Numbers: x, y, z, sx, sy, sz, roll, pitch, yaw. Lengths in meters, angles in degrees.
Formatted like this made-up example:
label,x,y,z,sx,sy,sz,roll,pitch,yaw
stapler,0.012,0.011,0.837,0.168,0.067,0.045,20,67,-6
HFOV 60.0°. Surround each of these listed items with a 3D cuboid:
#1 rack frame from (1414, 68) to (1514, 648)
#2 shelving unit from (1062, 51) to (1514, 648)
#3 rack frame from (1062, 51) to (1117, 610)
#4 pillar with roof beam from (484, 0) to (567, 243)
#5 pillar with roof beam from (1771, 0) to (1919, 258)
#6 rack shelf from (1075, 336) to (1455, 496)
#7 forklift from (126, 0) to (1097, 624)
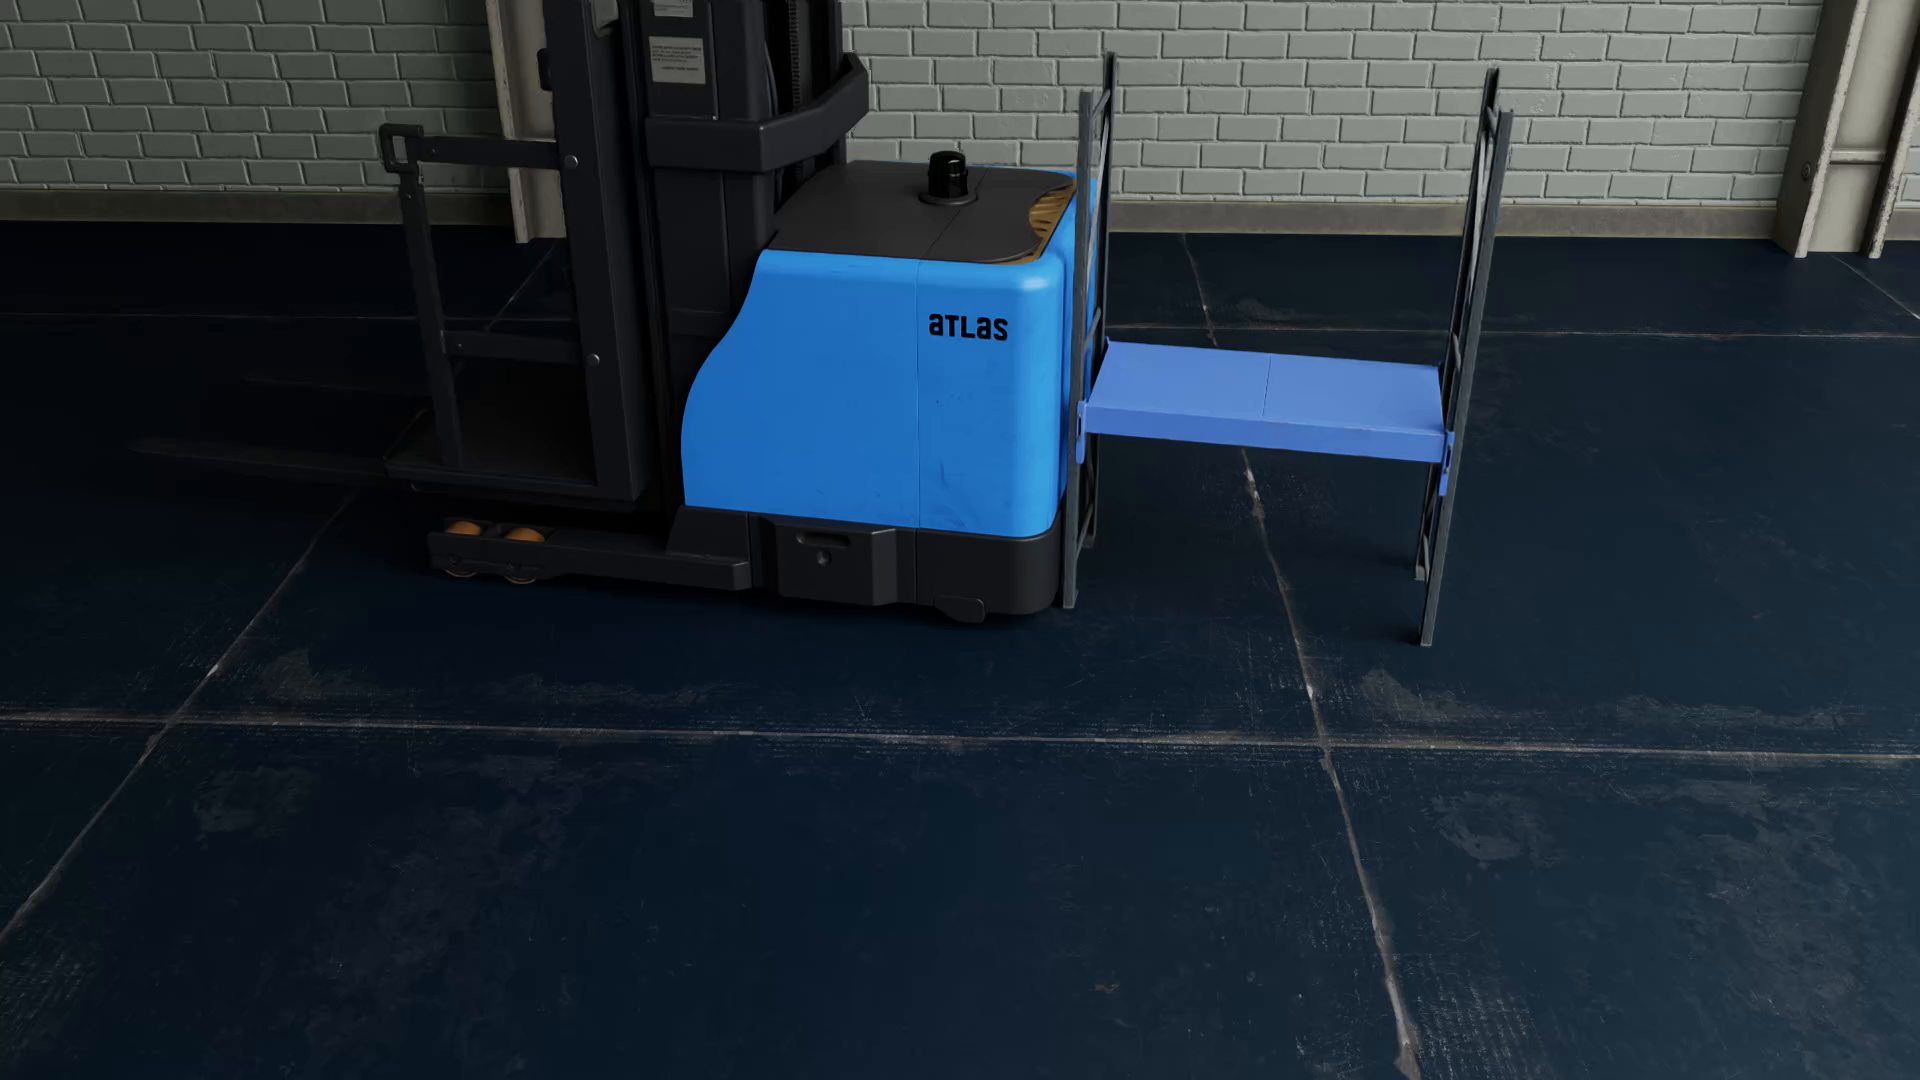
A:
label,x,y,z,sx,sy,sz,roll,pitch,yaw
rack frame,1.361,-0.474,4.543,0.032,1.500,0.500,6,28,11
shelving unit,0.864,-0.524,4.637,1.048,1.500,0.538,6,28,11
rack frame,0.366,-0.573,4.730,0.032,1.500,0.500,6,28,11
pillar with roof beam,-2.067,-3.444,2.139,0.400,9.000,9.100,1,28,2
pillar with roof beam,3.930,-3.345,1.952,0.400,9.000,9.100,1,28,2
rack shelf,0.864,-0.365,4.721,1.000,0.185,0.538,6,28,11
forklift,-1.126,-1.397,4.756,3.031,2.935,1.130,6,28,11
